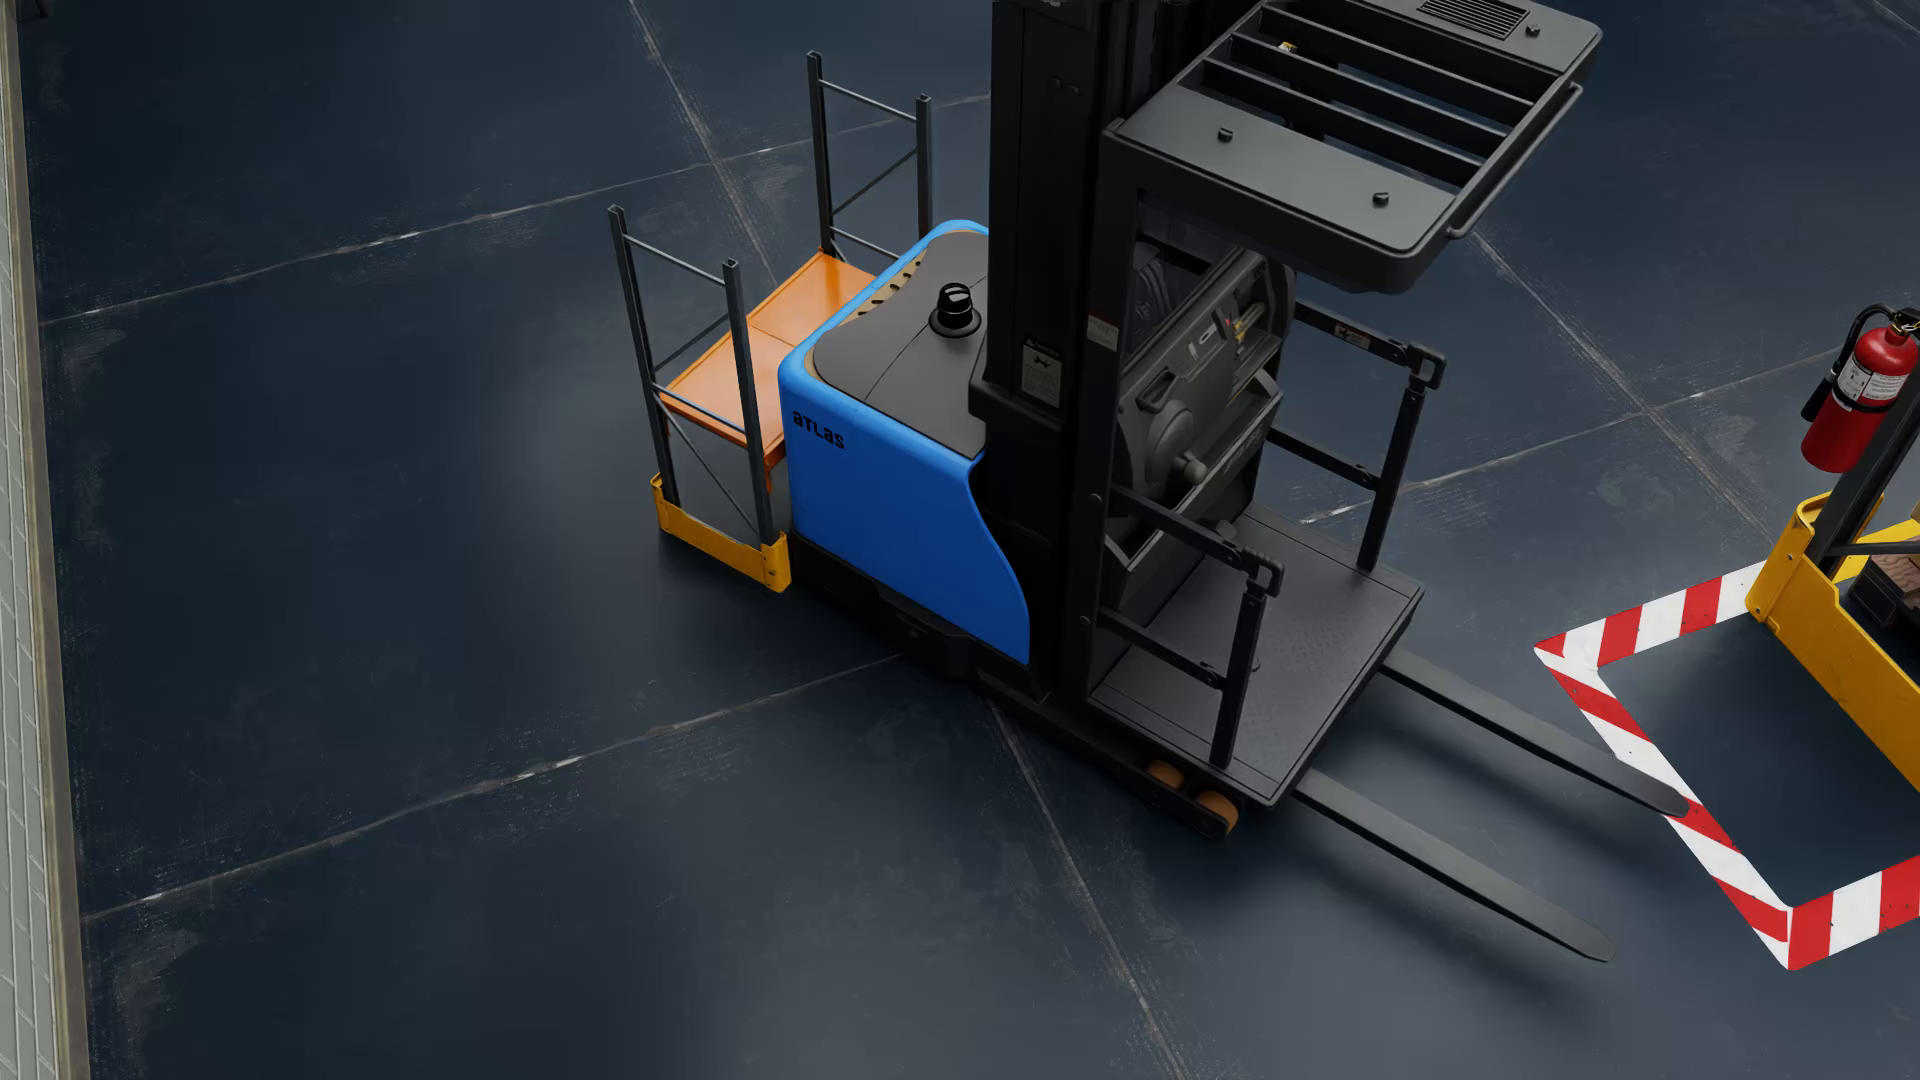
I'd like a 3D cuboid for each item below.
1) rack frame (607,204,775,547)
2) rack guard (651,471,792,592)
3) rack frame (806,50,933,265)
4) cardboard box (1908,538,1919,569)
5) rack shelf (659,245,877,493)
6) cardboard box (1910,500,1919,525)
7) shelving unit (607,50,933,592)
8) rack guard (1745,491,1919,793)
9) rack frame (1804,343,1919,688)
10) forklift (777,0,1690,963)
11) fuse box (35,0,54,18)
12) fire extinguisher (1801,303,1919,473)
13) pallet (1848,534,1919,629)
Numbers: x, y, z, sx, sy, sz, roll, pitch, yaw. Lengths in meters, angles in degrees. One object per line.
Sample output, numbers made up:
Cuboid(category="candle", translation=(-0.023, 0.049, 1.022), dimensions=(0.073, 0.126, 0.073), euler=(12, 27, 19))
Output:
Cuboid(category="rack frame", translation=(-0.878, -0.440, 5.639), dimensions=(0.500, 1.500, 0.032), euler=(27, 55, 21))
Cuboid(category="rack guard", translation=(-0.878, -0.034, 6.114), dimensions=(0.587, 0.250, 0.087), euler=(27, 55, 21))
Cuboid(category="rack frame", translation=(-0.311, -1.081, 6.189), dimensions=(0.500, 1.500, 0.032), euler=(27, 55, 21))
Cuboid(category="cardboard box", translation=(3.554, 0.112, 5.779), dimensions=(0.250, 0.149, 0.380), euler=(-16, 51, -14))
Cuboid(category="rack shelf", translation=(-0.595, -0.643, 6.051), dimensions=(0.538, 0.185, 1.000), euler=(27, 55, 21))
Cuboid(category="cardboard box", translation=(3.526, -0.039, 5.713), dimensions=(0.250, 0.149, 0.380), euler=(-18, 52, -15))
Cuboid(category="shelving unit", translation=(-0.600, -0.755, 5.910), dimensions=(0.587, 1.500, 1.083), euler=(27, 55, 21))
Cuboid(category="rack guard", translation=(3.216, 0.410, 5.568), dimensions=(0.348, 0.500, 1.175), euler=(-17, 52, -14))
Cuboid(category="rack frame", translation=(3.145, -0.383, 4.601), dimensions=(0.127, 3.000, 1.000), euler=(-17, 52, -14))
Cuboid(category="forklift", translation=(0.885, -0.448, 4.703), dimensions=(3.031, 2.935, 1.130), euler=(29, 55, 23))
Cuboid(category="fuse box", translation=(-4.691, -3.294, 7.951), dimensions=(0.414, 1.711, 0.539), euler=(-17, 52, -14))
Cuboid(category="fire extinguisher", translation=(2.737, -0.488, 4.989), dimensions=(0.183, 0.674, 0.296), euler=(-17, 52, -14))
Cuboid(category="pallet", translation=(3.981, 0.296, 5.857), dimensions=(1.213, 0.211, 1.003), euler=(-17, 52, -14))
